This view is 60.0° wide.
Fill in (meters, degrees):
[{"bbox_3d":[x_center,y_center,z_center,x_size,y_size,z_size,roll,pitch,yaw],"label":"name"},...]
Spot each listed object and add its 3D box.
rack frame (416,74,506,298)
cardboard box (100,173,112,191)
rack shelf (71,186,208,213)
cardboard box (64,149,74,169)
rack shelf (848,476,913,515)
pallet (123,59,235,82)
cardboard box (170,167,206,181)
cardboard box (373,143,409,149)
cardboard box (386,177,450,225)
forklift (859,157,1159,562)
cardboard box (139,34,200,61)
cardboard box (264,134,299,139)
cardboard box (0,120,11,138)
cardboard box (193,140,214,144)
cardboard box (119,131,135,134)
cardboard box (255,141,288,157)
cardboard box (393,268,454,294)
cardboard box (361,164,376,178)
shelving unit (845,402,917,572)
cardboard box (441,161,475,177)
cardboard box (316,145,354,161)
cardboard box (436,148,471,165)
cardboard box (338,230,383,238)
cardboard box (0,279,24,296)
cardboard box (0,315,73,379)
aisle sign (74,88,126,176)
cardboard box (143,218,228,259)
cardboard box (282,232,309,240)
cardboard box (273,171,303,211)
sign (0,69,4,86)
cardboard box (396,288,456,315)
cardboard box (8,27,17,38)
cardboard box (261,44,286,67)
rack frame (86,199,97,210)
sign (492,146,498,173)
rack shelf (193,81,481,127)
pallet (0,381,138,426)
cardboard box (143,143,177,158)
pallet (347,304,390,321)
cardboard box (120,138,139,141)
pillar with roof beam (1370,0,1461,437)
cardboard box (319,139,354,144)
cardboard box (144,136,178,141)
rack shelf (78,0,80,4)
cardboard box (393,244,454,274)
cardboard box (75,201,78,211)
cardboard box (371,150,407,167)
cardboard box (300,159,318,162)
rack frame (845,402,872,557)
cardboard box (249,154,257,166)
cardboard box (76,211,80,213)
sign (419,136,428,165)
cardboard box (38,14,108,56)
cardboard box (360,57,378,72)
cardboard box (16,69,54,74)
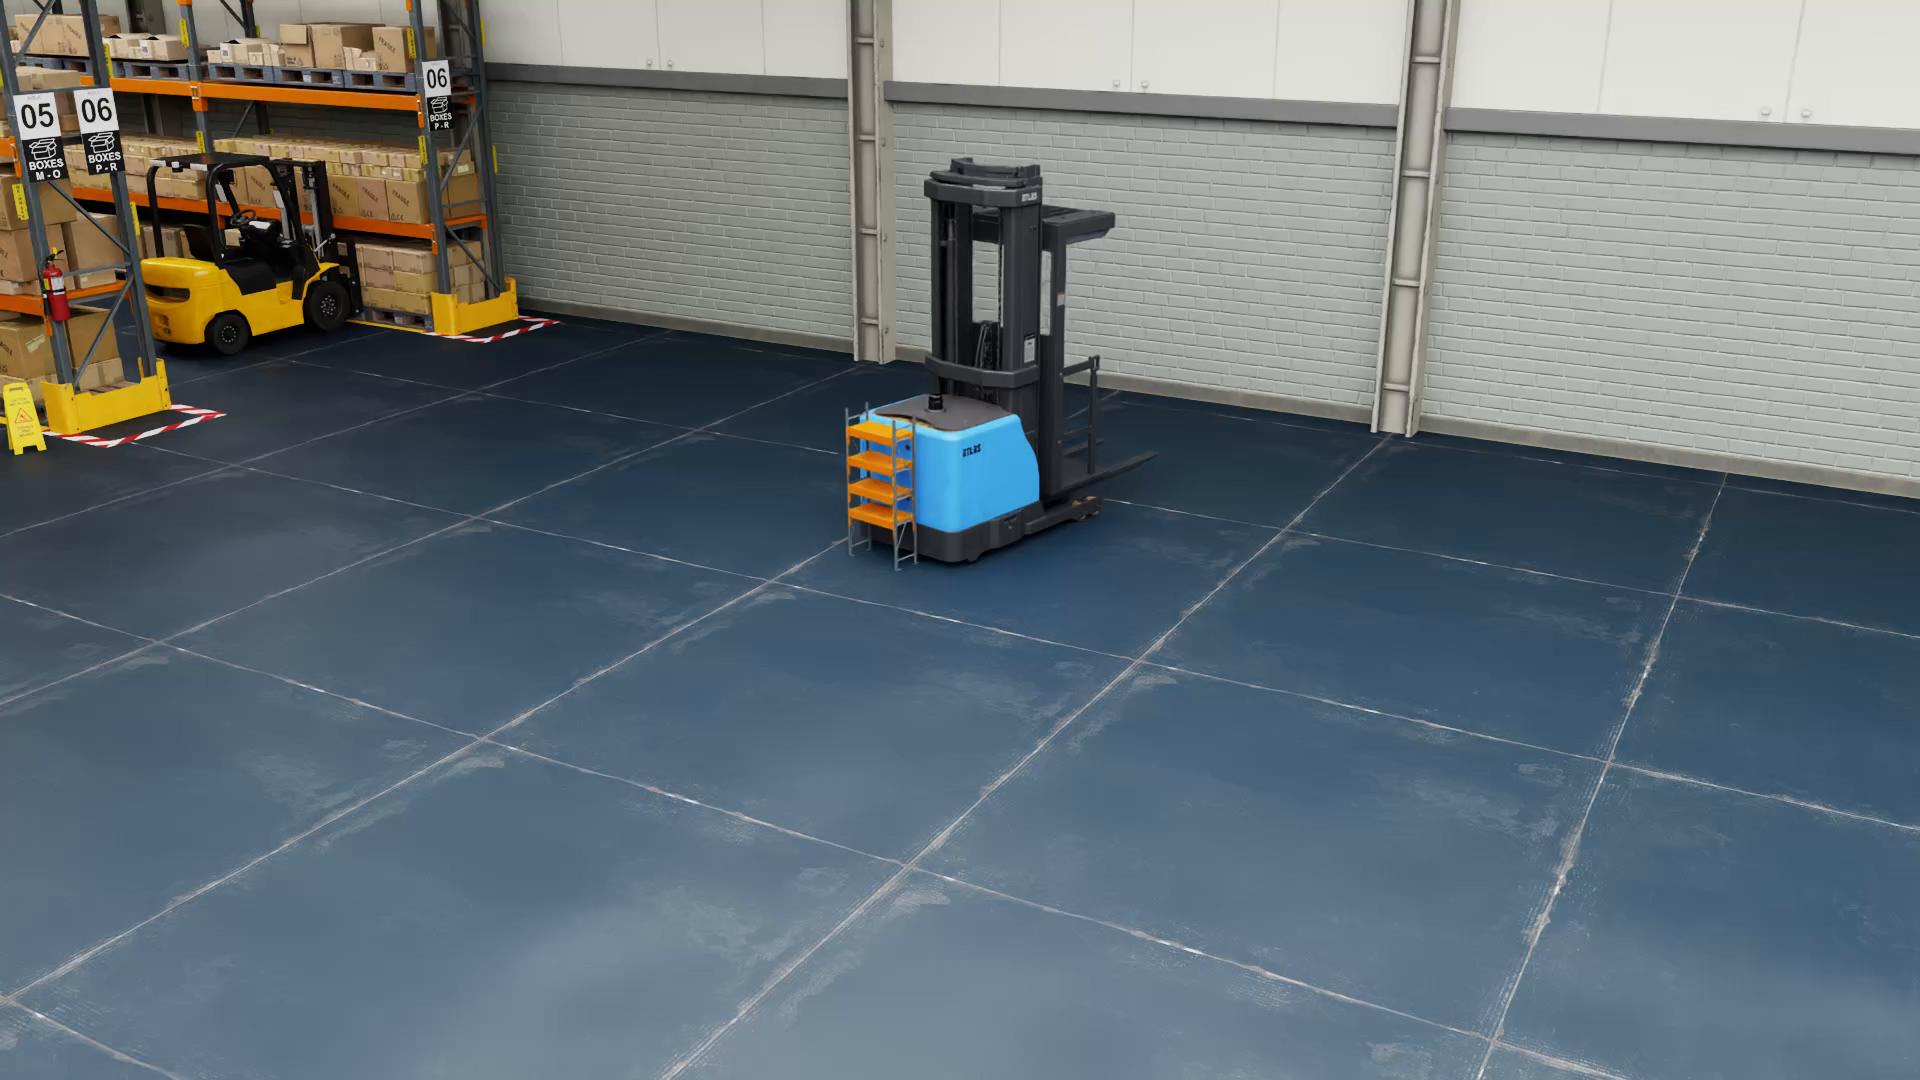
[{"bbox_3d":[-6.041,-4.094,20.252,0.127,3.000,1.000,11,23,27],"label":"rack frame"},{"bbox_3d":[-11.415,-4.952,22.837,0.500,0.250,0.500,12,23,29],"label":"cardboard box"},{"bbox_3d":[-11.279,-4.753,23.125,4.000,0.370,1.077,11,23,27],"label":"rack shelf"},{"bbox_3d":[-12.320,-5.359,23.226,0.500,0.250,0.500,12,23,29],"label":"cardboard box"},{"bbox_3d":[-0.600,-0.344,12.749,0.480,0.148,0.258,16,26,38],"label":"rack shelf"},{"bbox_3d":[-10.309,-6.222,22.001,1.217,0.209,0.805,10,22,25],"label":"pallet"},{"bbox_3d":[-10.086,-4.929,22.041,0.500,0.250,0.500,10,22,26],"label":"cardboard box"},{"bbox_3d":[-7.130,-4.880,20.886,0.250,0.149,0.380,12,23,29],"label":"cardboard box"},{"bbox_3d":[-6.598,-4.144,20.245,0.500,0.500,0.500,10,22,26],"label":"cardboard box"},{"bbox_3d":[0.543,-1.633,13.569,1.130,2.935,3.031,16,26,38],"label":"forklift"},{"bbox_3d":[-10.283,-6.419,21.633,0.500,0.311,0.500,10,22,26],"label":"cardboard box"},{"bbox_3d":[-8.908,-5.234,21.860,0.250,0.149,0.380,10,22,26],"label":"cardboard box"},{"bbox_3d":[-8.906,-3.884,15.642,0.250,0.149,0.380,11,23,28],"label":"cardboard box"},{"bbox_3d":[-10.161,-5.335,22.577,0.250,0.149,0.380,11,23,27],"label":"cardboard box"},{"bbox_3d":[-11.915,-5.691,23.557,0.250,0.149,0.380,10,22,26],"label":"cardboard box"},{"bbox_3d":[-8.725,-4.980,21.160,0.250,0.149,0.380,11,23,28],"label":"cardboard box"},{"bbox_3d":[-6.618,-3.222,20.531,0.500,0.250,0.500,10,22,27],"label":"cardboard box"},{"bbox_3d":[-7.125,-4.560,20.438,0.250,0.149,0.380,11,22,27],"label":"cardboard box"},{"bbox_3d":[-0.600,-0.407,12.726,0.503,1.200,0.258,16,26,38],"label":"shelving unit"},{"bbox_3d":[-6.210,-4.579,20.493,0.250,0.149,0.380,10,22,26],"label":"cardboard box"},{"bbox_3d":[-7.798,-4.836,20.763,0.250,0.149,0.380,11,23,28],"label":"cardboard box"},{"bbox_3d":[-6.230,-4.705,20.403,0.250,0.149,0.380,10,22,26],"label":"cardboard box"},{"bbox_3d":[-7.681,-3.861,21.559,0.500,0.250,0.500,10,22,26],"label":"cardboard box"},{"bbox_3d":[-9.164,-2.505,16.240,0.250,0.149,0.380,10,22,27],"label":"cardboard box"},{"bbox_3d":[-9.285,-1.928,16.599,0.500,0.500,0.500,11,23,28],"label":"cardboard box"},{"bbox_3d":[-8.253,-3.920,15.959,0.004,0.787,0.394,11,23,27],"label":"aisle sign"},{"bbox_3d":[-10.668,-4.055,23.011,0.625,0.625,0.875,11,22,27],"label":"cardboard box"},{"bbox_3d":[-8.382,-3.793,21.372,0.500,0.250,0.500,12,23,29],"label":"cardboard box"},{"bbox_3d":[-8.367,-4.489,21.195,0.500,0.500,0.500,11,22,27],"label":"cardboard box"},{"bbox_3d":[-8.746,-4.280,15.068,0.005,0.325,0.100,11,23,27],"label":"sign"},{"bbox_3d":[-6.605,-2.983,20.605,0.500,0.250,0.500,11,23,28],"label":"cardboard box"},{"bbox_3d":[-13.419,-7.286,23.851,0.250,0.149,0.380,11,23,28],"label":"cardboard box"},{"bbox_3d":[-8.385,-6.013,20.579,0.258,0.266,0.396,10,22,26],"label":"cardboard box"},{"bbox_3d":[-13.025,-5.424,23.920,0.127,3.000,1.000,11,23,27],"label":"rack frame"},{"bbox_3d":[-5.765,-4.702,20.544,0.005,0.325,0.100,11,23,27],"label":"sign"},{"bbox_3d":[-7.787,-5.498,20.780,4.000,0.370,1.077,11,23,27],"label":"rack shelf"},{"bbox_3d":[-9.217,-1.463,17.088,1.213,0.211,1.003,11,23,27],"label":"pallet"},{"bbox_3d":[-10.656,-5.200,22.203,0.250,0.149,0.380,10,22,26],"label":"cardboard box"},{"bbox_3d":[-7.790,-3.101,21.604,1.213,0.211,1.003,11,23,27],"label":"pallet"},{"bbox_3d":[-11.484,-5.409,22.781,0.250,0.149,0.380,11,23,27],"label":"cardboard box"},{"bbox_3d":[2.168,-4.021,11.253,0.400,9.000,9.100,11,23,27],"label":"pillar with roof beam"},{"bbox_3d":[-8.004,-5.065,21.395,0.250,0.149,0.380,11,22,27],"label":"cardboard box"},{"bbox_3d":[-11.043,-5.501,23.033,0.250,0.149,0.380,11,23,28],"label":"cardboard box"},{"bbox_3d":[-10.204,-5.429,16.194,4.000,0.370,1.077,11,23,27],"label":"rack shelf"},{"bbox_3d":[-6.595,-3.452,20.434,0.500,0.250,0.500,12,23,29],"label":"cardboard box"},{"bbox_3d":[-13.328,-4.931,24.659,0.250,0.149,0.380,12,23,30],"label":"cardboard box"},{"bbox_3d":[-6.928,-4.650,20.250,0.250,0.149,0.380,11,23,28],"label":"cardboard box"},{"bbox_3d":[-8.043,-4.717,20.871,0.250,0.149,0.380,10,22,26],"label":"cardboard box"},{"bbox_3d":[-0.785,-0.461,12.876,0.015,1.200,0.240,16,26,38],"label":"rack frame"},{"bbox_3d":[-8.915,-4.902,21.382,0.250,0.149,0.380,11,23,27],"label":"cardboard box"},{"bbox_3d":[-9.190,-3.049,16.788,0.500,0.500,0.500,12,23,29],"label":"cardboard box"},{"bbox_3d":[-6.317,-4.590,19.575,0.005,0.325,0.100,11,23,27],"label":"sign"},{"bbox_3d":[-12.022,-6.879,22.621,0.500,0.500,0.700,10,22,26],"label":"cardboard box"},{"bbox_3d":[-6.912,-5.678,19.825,0.250,0.149,0.380,10,22,26],"label":"cardboard box"},{"bbox_3d":[-8.897,-4.439,16.005,0.250,0.149,0.380,11,23,27],"label":"cardboard box"}]
